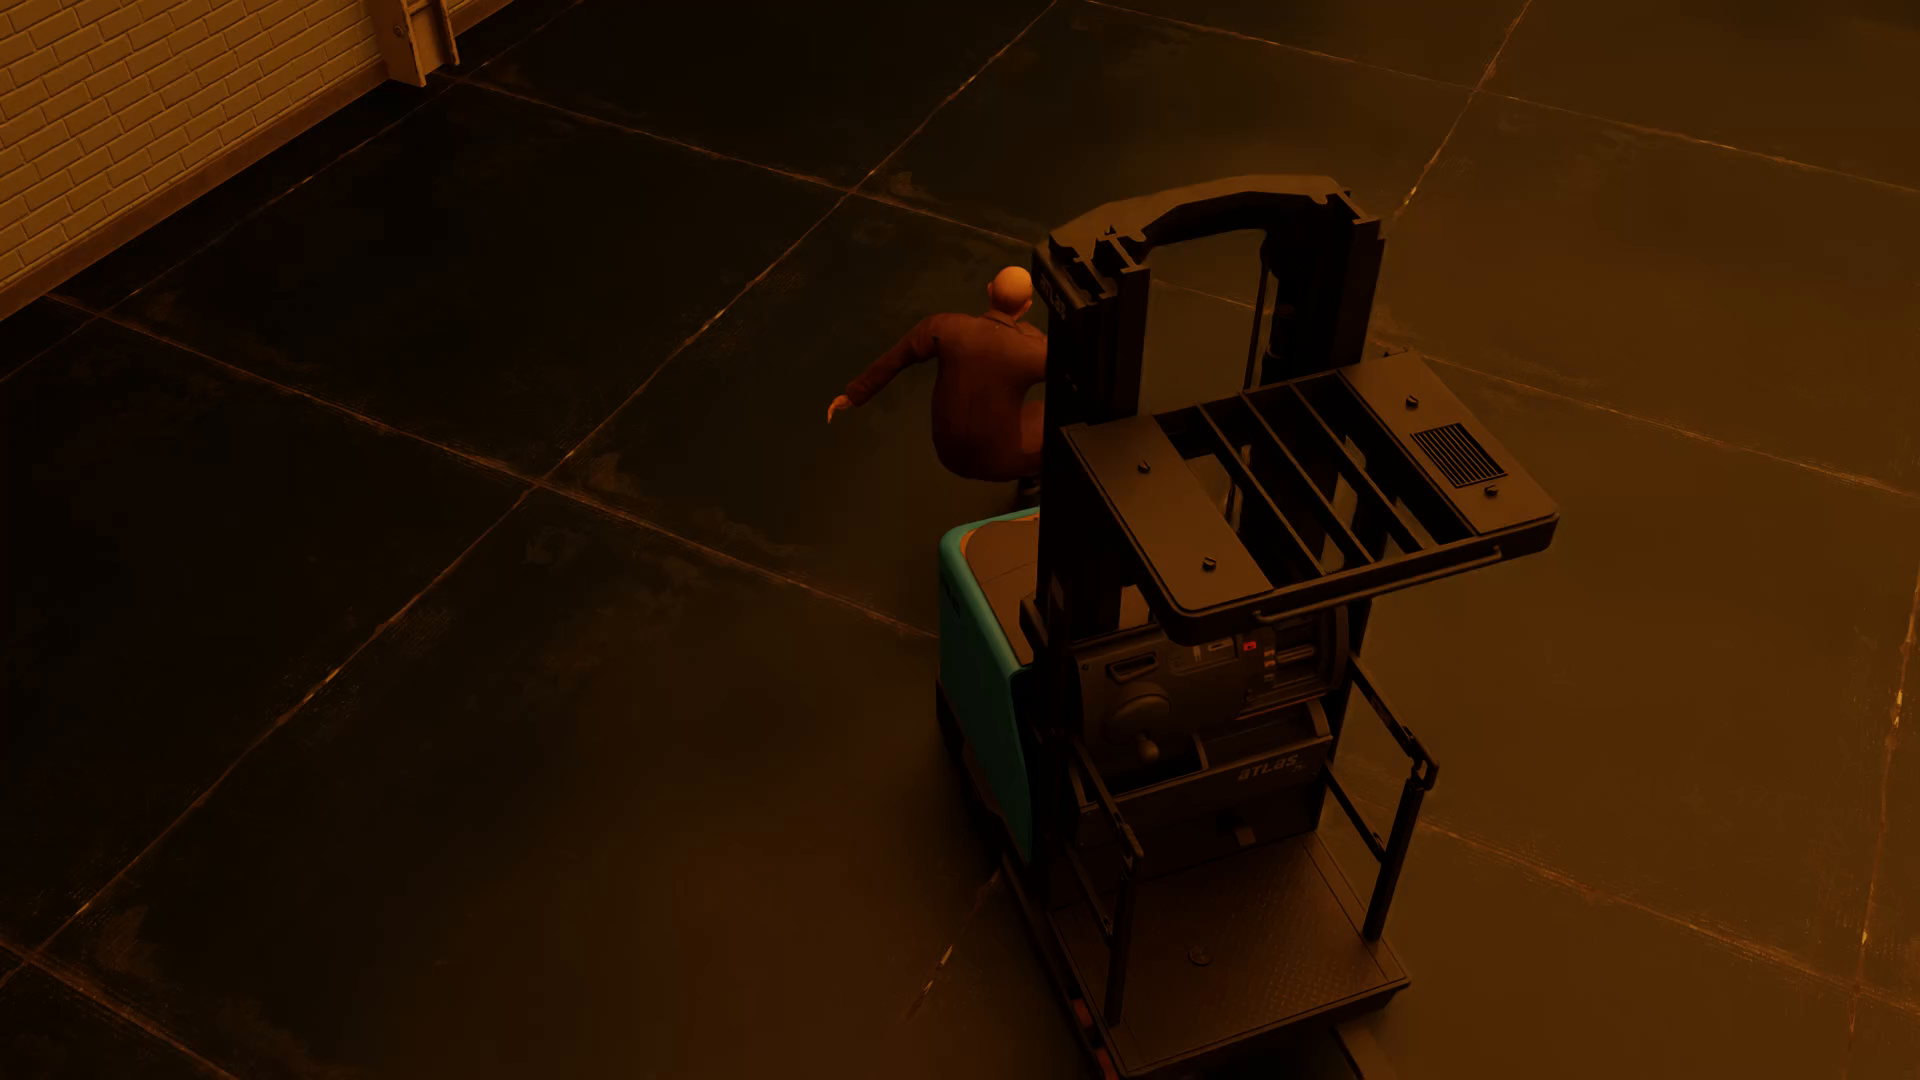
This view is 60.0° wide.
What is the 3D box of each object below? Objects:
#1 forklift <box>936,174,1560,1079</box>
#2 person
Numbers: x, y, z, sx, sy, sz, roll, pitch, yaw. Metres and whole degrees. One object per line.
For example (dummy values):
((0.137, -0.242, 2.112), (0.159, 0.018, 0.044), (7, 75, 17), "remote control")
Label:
((0.880, 0.515, 5.108), (1.130, 2.935, 3.031), (-14, 45, -14), "forklift")
((0.100, -0.647, 7.464), (1.111, 1.503, 1.004), (15, 45, 16), "person")
